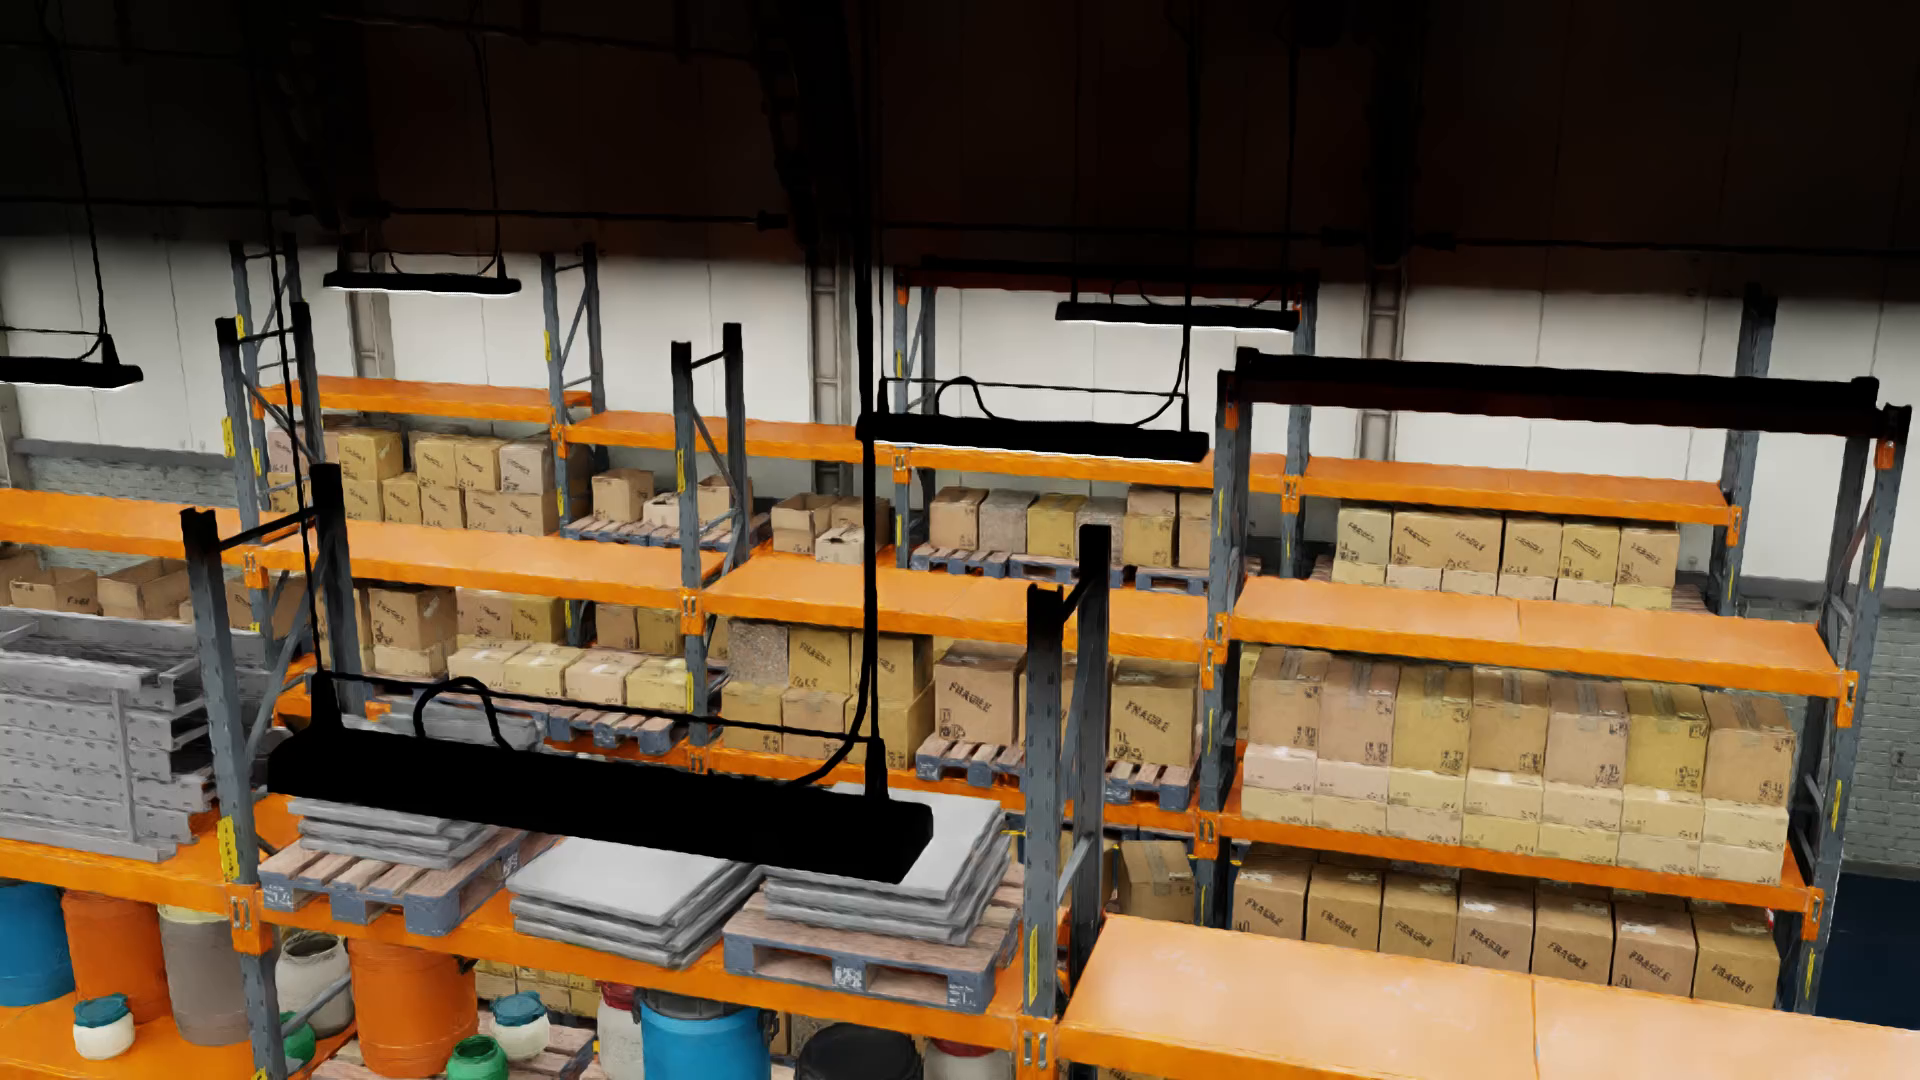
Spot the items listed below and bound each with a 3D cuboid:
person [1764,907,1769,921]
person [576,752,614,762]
[{"bbox_3d":[6.177,3.649,13.188,0.517,1.718,0.360,0,16,0],"label":"person"},{"bbox_3d":[-3.674,2.582,16.903,0.507,1.619,0.580,5,17,15],"label":"person"}]
